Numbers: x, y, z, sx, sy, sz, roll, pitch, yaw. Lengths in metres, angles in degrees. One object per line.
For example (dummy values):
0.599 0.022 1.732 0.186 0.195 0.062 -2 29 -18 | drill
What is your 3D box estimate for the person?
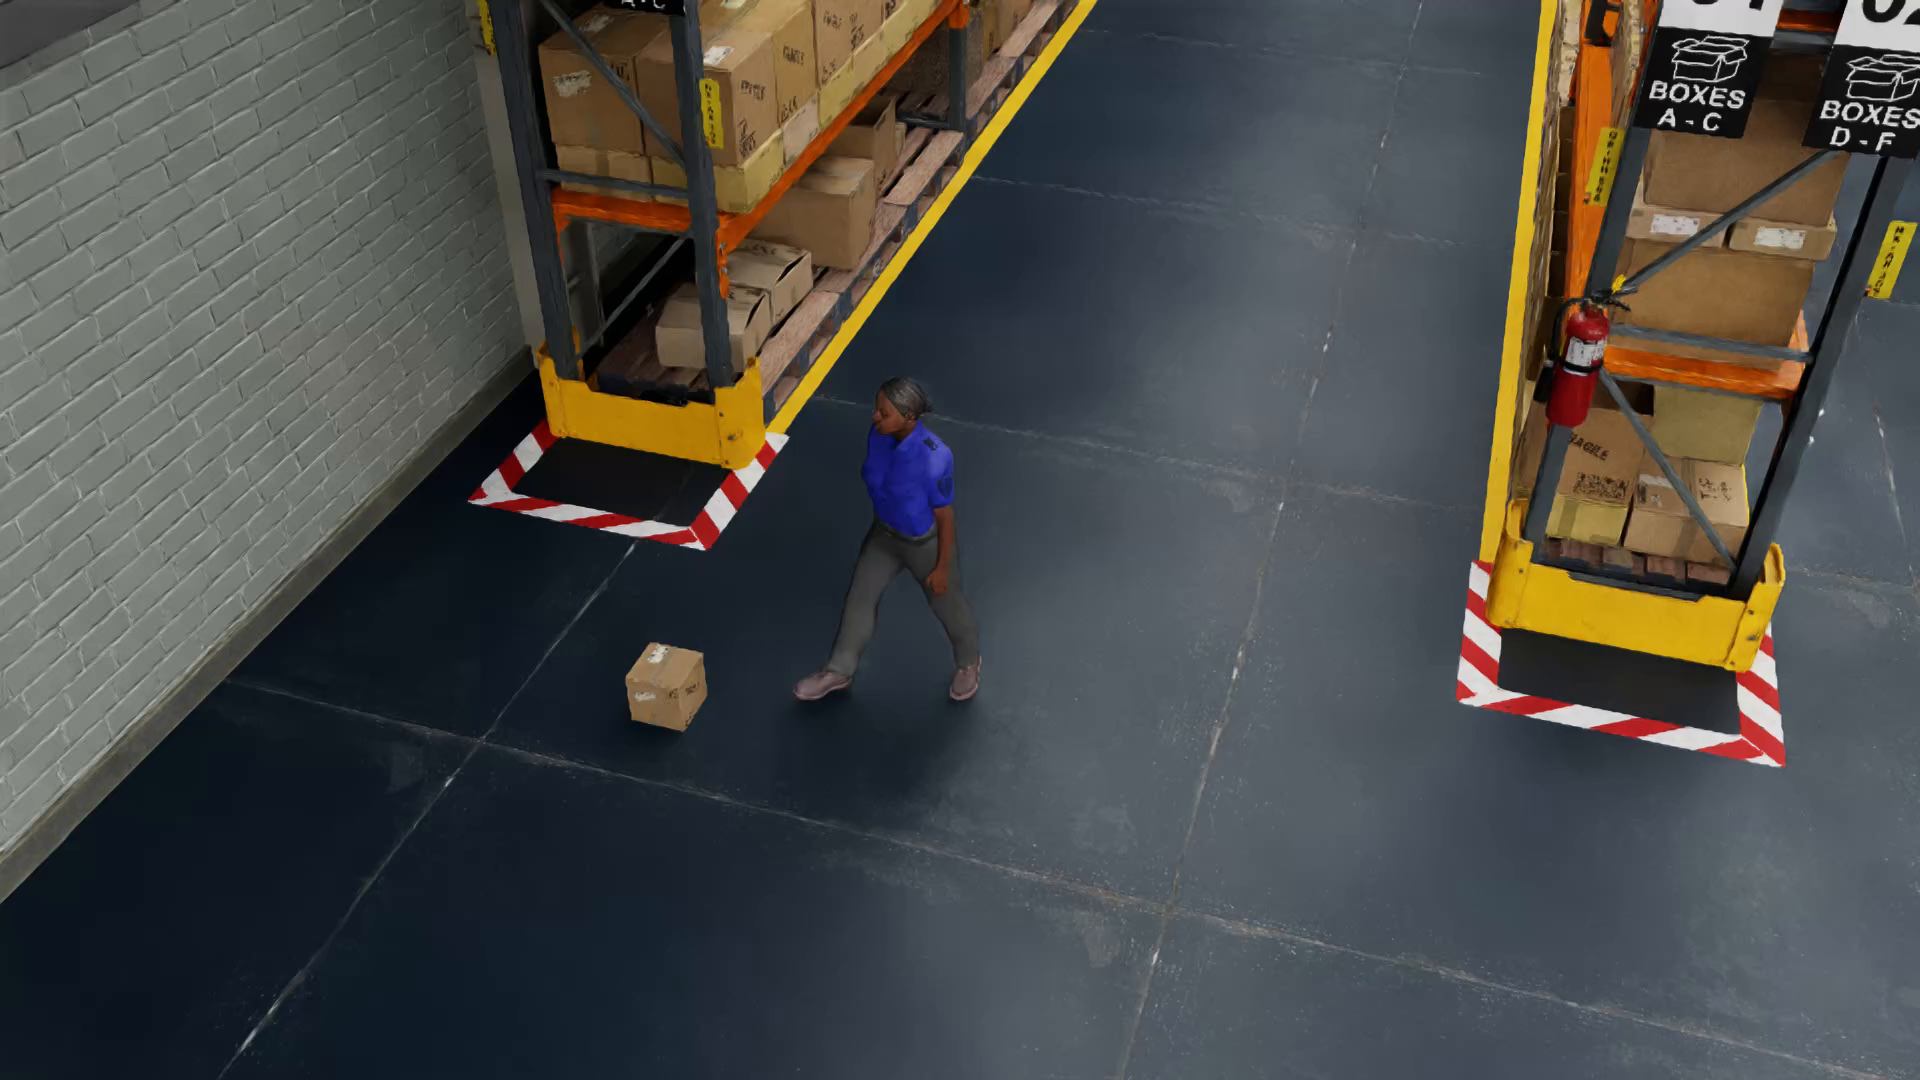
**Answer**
-0.221 -0.045 6.873 0.540 1.555 0.609 28 45 32 | person
